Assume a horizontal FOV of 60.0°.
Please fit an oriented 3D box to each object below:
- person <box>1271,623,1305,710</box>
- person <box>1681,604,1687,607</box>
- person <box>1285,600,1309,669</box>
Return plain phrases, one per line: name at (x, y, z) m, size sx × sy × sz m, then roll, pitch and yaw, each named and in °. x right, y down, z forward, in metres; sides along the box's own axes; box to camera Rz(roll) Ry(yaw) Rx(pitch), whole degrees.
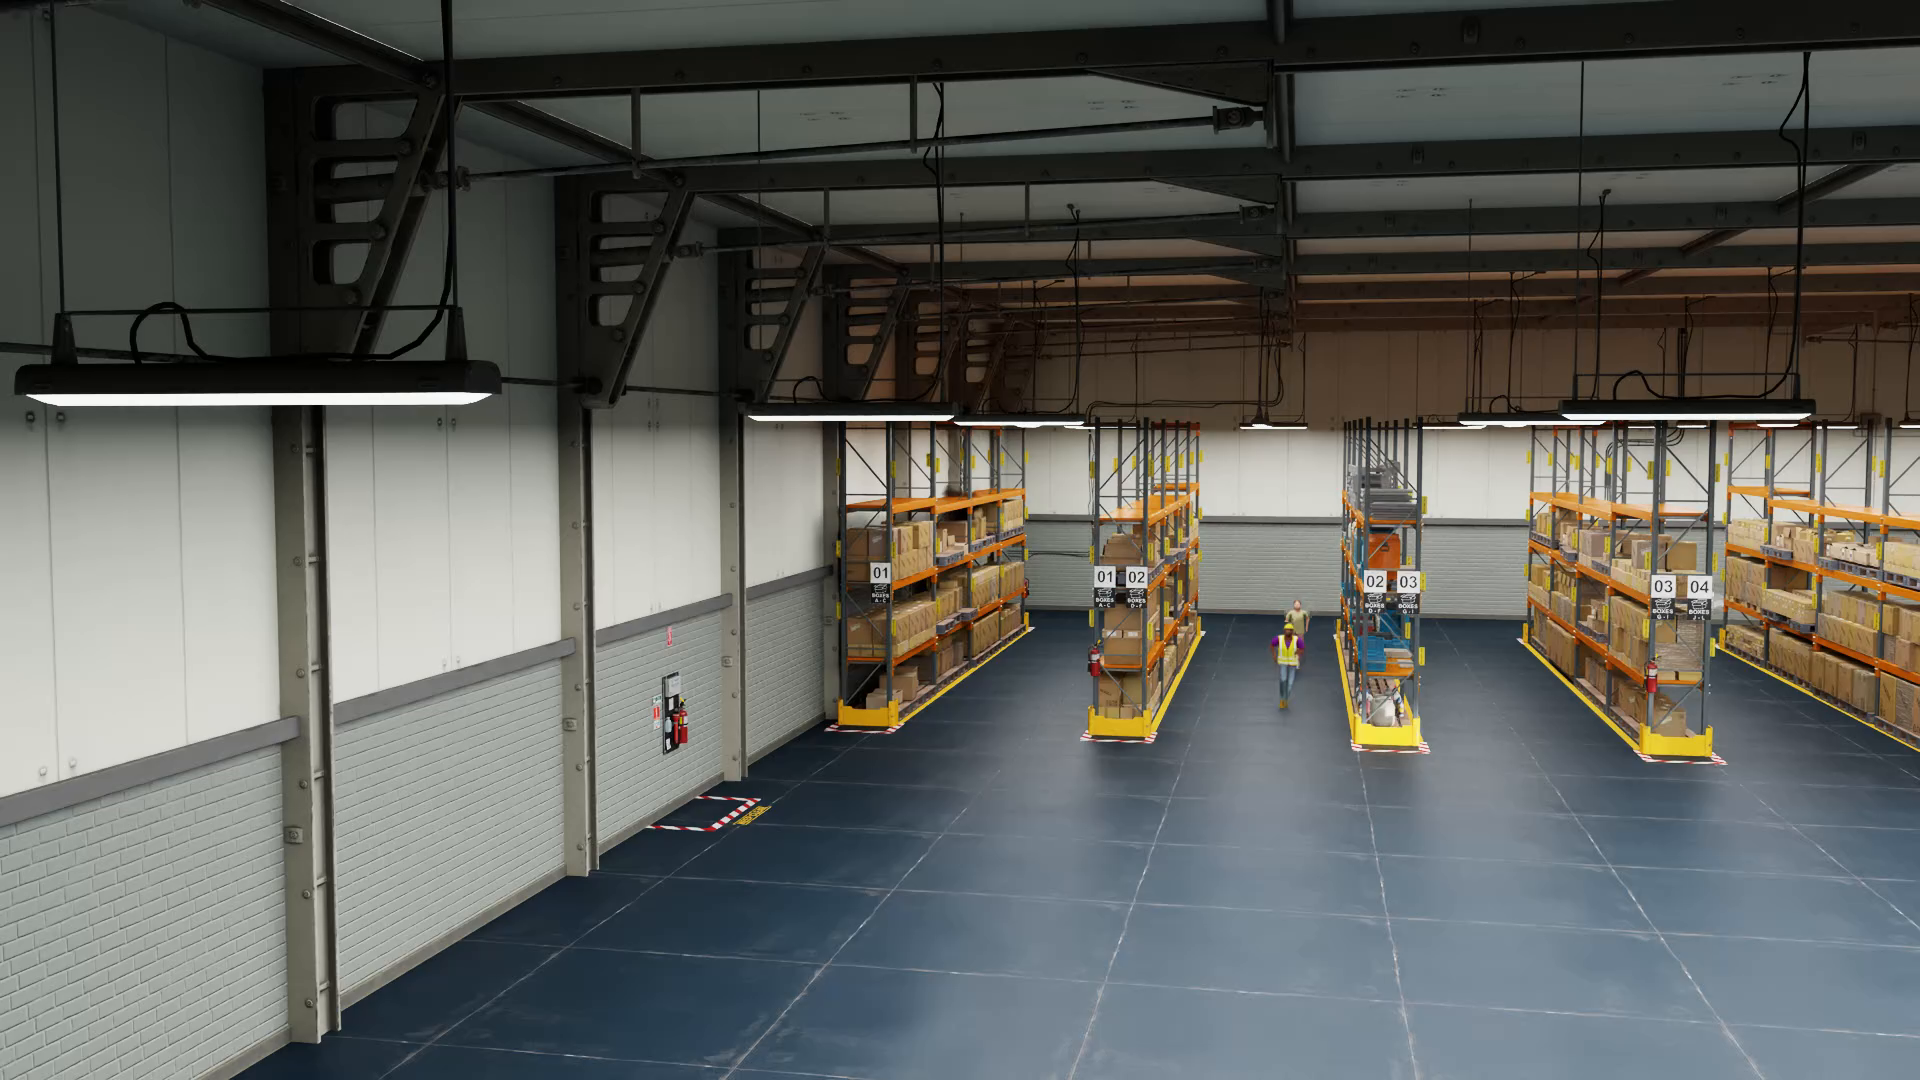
person at (6.818, 2.615, 34.552) m, size 0.675 × 1.797 × 0.788 m, roll 0°, pitch 4°, yaw 3°
person at (18.924, 2.115, 43.809) m, size 0.564 × 1.552 × 0.511 m, roll 1°, pitch 4°, yaw 16°
person at (8.179, 2.271, 40.379) m, size 0.587 × 1.639 × 0.846 m, roll 1°, pitch 4°, yaw 13°
